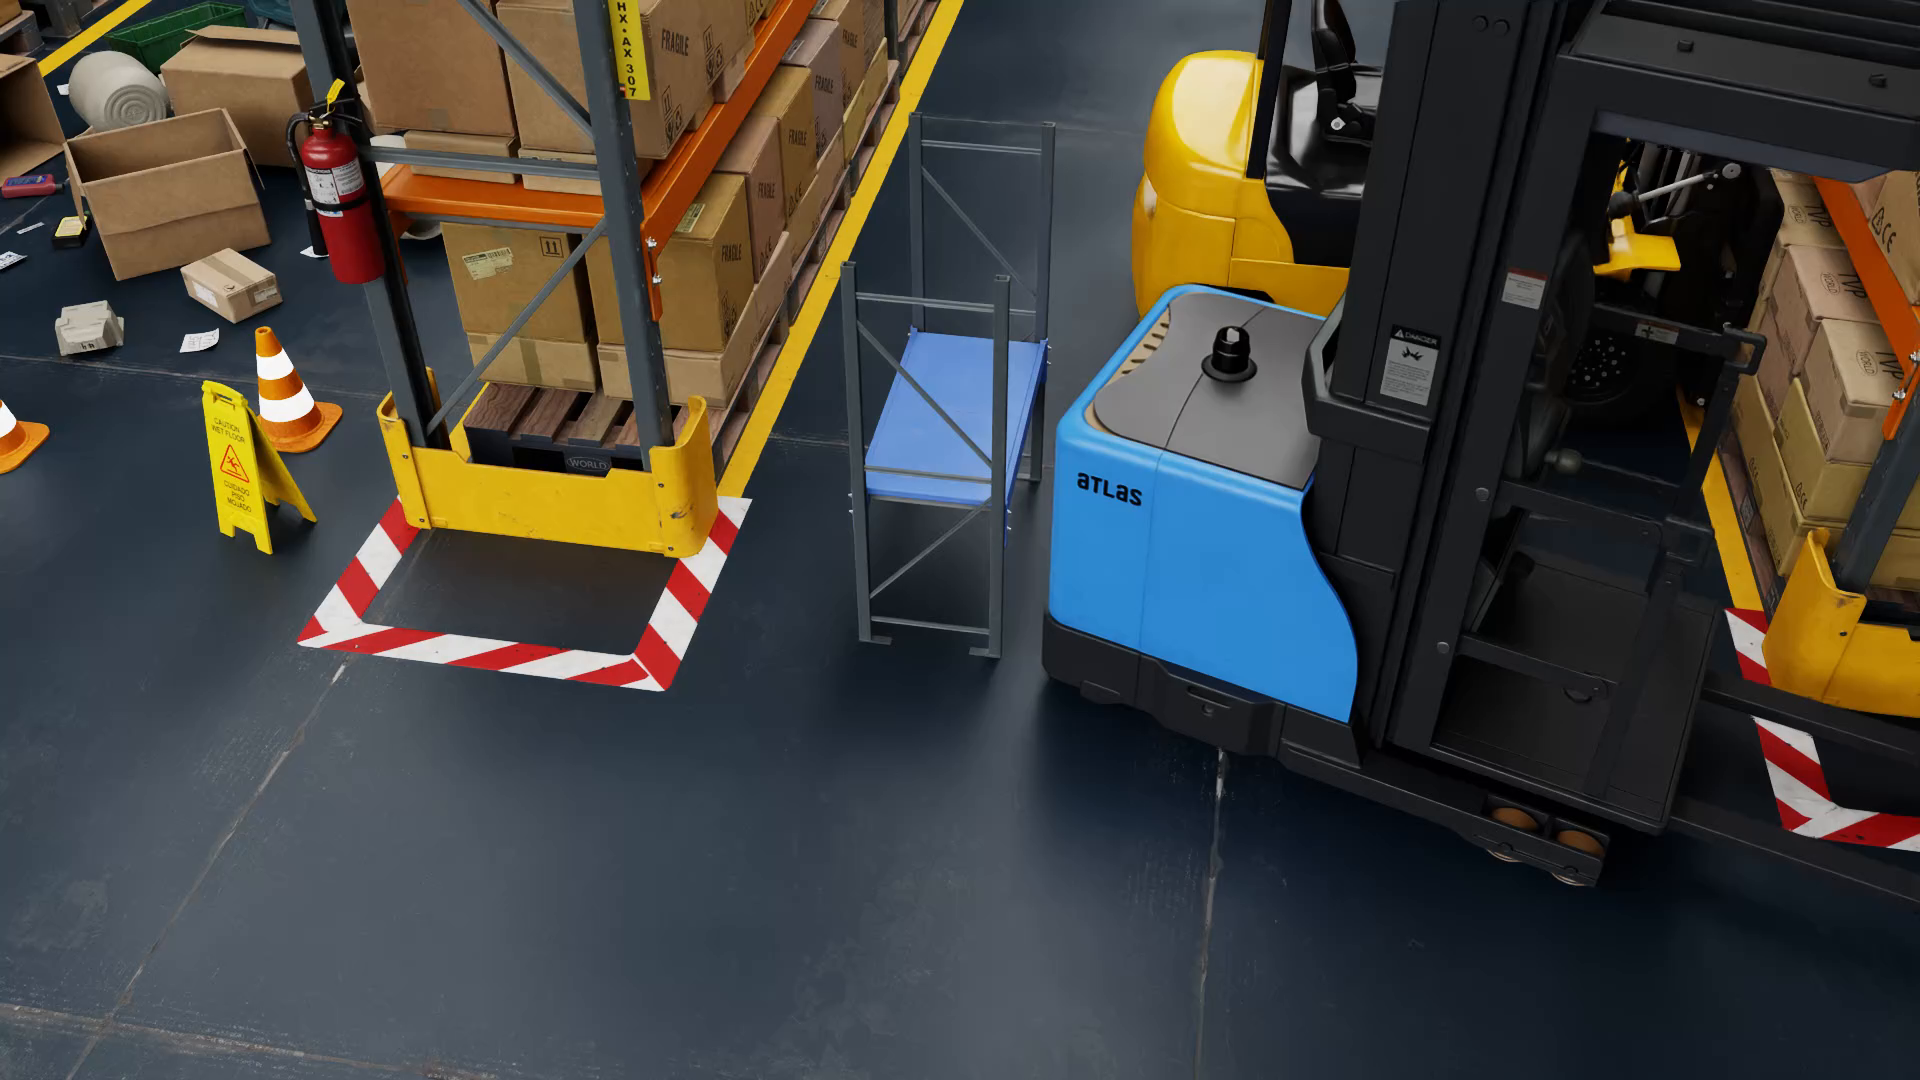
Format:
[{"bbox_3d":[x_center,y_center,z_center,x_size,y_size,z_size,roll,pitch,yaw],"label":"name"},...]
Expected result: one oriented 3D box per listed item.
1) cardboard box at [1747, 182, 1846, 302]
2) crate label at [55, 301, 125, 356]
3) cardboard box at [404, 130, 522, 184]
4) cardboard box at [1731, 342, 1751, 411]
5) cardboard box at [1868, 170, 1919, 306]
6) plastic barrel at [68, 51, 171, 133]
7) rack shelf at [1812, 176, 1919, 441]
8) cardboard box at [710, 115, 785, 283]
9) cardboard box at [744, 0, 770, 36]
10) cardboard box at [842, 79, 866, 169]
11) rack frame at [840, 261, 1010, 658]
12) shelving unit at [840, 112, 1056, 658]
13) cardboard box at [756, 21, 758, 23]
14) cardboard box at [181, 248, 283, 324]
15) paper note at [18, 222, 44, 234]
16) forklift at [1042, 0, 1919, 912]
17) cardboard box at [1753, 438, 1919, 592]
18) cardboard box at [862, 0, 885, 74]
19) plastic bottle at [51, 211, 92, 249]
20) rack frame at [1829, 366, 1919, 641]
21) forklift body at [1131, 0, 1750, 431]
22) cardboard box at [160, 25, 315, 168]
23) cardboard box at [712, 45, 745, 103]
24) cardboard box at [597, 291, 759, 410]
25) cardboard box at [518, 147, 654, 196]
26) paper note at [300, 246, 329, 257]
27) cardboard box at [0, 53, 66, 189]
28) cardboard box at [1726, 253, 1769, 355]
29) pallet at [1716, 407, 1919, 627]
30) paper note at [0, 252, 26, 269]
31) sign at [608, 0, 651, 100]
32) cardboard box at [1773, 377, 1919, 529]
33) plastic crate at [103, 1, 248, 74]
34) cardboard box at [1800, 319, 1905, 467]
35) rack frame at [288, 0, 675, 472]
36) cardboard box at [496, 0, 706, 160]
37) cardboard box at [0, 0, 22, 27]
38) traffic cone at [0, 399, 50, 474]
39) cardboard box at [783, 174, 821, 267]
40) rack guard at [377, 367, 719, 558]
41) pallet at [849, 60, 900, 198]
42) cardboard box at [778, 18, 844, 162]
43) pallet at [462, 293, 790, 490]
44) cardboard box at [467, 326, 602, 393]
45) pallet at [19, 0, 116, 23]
[{"bbox_3d":[3.288,-1.112,6.285,0.500,0.250,0.500,7,40,8],"label":"cardboard box"},{"bbox_3d":[-3.807,-0.926,7.262,0.250,0.136,0.298,-13,41,-15],"label":"crate label"},{"bbox_3d":[-1.680,-1.369,5.749,0.380,0.149,0.250,8,40,9],"label":"cardboard box"},{"bbox_3d":[3.316,-0.718,6.593,0.500,0.250,0.500,7,40,8],"label":"cardboard box"},{"bbox_3d":[3.182,-1.039,5.074,0.500,0.500,0.500,6,40,7],"label":"cardboard box"},{"bbox_3d":[-4.420,-2.326,8.731,0.421,0.421,0.512,-28,47,-30],"label":"plastic barrel"},{"bbox_3d":[3.701,-1.640,6.445,1.077,0.370,4.000,6,40,8],"label":"rack shelf"},{"bbox_3d":[-1.033,-1.418,6.851,0.500,0.500,0.500,5,40,6],"label":"cardboard box"},{"bbox_3d":[-1.006,-2.273,6.333,0.500,0.500,0.500,6,40,7],"label":"cardboard box"},{"bbox_3d":[-0.762,-2.084,8.245,0.500,0.250,0.500,5,40,6],"label":"cardboard box"},{"bbox_3d":[-0.103,-0.205,5.321,0.500,1.500,0.032,6,40,8],"label":"rack frame"},{"bbox_3d":[-0.015,-0.524,5.707,0.538,1.500,1.048,6,40,8],"label":"shelving unit"},{"bbox_3d":[-1.029,-2.111,6.647,0.380,0.149,0.250,8,40,9],"label":"cardboard box"},{"bbox_3d":[-3.297,-1.154,7.529,0.380,0.149,0.250,28,47,30],"label":"cardboard box"},{"bbox_3d":[-4.513,-1.515,8.074,0.032,0.001,0.123,28,47,30],"label":"paper note"},{"bbox_3d":[1.824,-0.483,4.534,3.031,2.935,1.130,18,43,21],"label":"forklift"},{"bbox_3d":[3.125,-0.094,5.838,0.500,0.250,0.500,7,40,8],"label":"cardboard box"},{"bbox_3d":[-0.680,-2.708,8.411,0.500,0.500,0.500,6,40,7],"label":"cardboard box"},{"bbox_3d":[-4.276,-1.503,8.020,0.133,0.061,0.283,-6,40,-8],"label":"plastic bottle"},{"bbox_3d":[3.355,-0.663,4.697,1.000,3.000,0.127,6,40,8],"label":"rack frame"},{"bbox_3d":[1.887,-1.727,6.651,2.313,2.155,1.214,6,40,8],"label":"forklift body"},{"bbox_3d":[-3.570,-2.267,8.491,0.797,0.637,0.503,6,40,8],"label":"cardboard box"},{"bbox_3d":[-1.027,-1.773,6.237,0.380,0.149,0.250,7,40,8],"label":"cardboard box"},{"bbox_3d":[-1.122,-0.785,6.674,0.500,0.250,0.500,6,40,7],"label":"cardboard box"},{"bbox_3d":[-1.272,-1.301,5.667,0.380,0.149,0.250,7,40,8],"label":"cardboard box"},{"bbox_3d":[-3.036,-1.388,7.914,0.148,0.019,0.142,20,44,23],"label":"paper note"},{"bbox_3d":[-4.993,-2.150,8.457,0.500,0.500,0.500,13,41,15],"label":"cardboard box"},{"bbox_3d":[3.298,-0.937,6.465,0.500,0.250,0.500,6,40,7],"label":"cardboard box"},{"bbox_3d":[3.446,-0.072,6.172,1.003,0.211,1.213,6,40,8],"label":"pallet"},{"bbox_3d":[-4.491,-1.316,7.819,0.144,0.017,0.142,20,44,23],"label":"paper note"},{"bbox_3d":[-1.000,-1.481,5.008,0.100,0.325,0.005,6,40,8],"label":"sign"},{"bbox_3d":[3.132,-0.297,5.692,0.500,0.250,0.500,6,40,7],"label":"cardboard box"},{"bbox_3d":[-4.475,-2.885,9.547,0.450,0.188,0.662,20,43,37],"label":"plastic crate"},{"bbox_3d":[3.128,-0.473,5.512,0.500,0.250,0.500,8,40,9],"label":"cardboard box"},{"bbox_3d":[-1.534,-1.208,5.357,1.000,3.000,0.127,6,40,8],"label":"rack frame"},{"bbox_3d":[-1.179,-1.627,5.552,0.500,0.500,0.500,6,40,7],"label":"cardboard box"},{"bbox_3d":[-5.913,-3.156,9.051,0.875,0.875,0.875,7,40,8],"label":"cardboard box"},{"bbox_3d":[-3.882,-0.551,6.553,0.336,0.463,0.334,6,40,8],"label":"traffic cone"},{"bbox_3d":[-0.944,-1.449,7.477,0.500,0.250,0.500,9,40,11],"label":"cardboard box"},{"bbox_3d":[-1.521,-0.292,6.211,1.175,0.500,0.348,6,40,8],"label":"rack guard"},{"bbox_3d":[-0.923,-2.218,8.767,1.003,0.211,1.213,6,40,8],"label":"pallet"},{"bbox_3d":[-0.854,-2.068,7.638,0.500,0.500,0.500,8,40,10],"label":"cardboard box"},{"bbox_3d":[-1.346,-0.687,6.915,1.003,0.211,1.213,6,40,8],"label":"pallet"},{"bbox_3d":[-1.655,-0.862,6.767,0.500,0.250,0.500,6,40,7],"label":"cardboard box"},{"bbox_3d":[-5.676,-3.618,10.461,1.003,0.211,1.213,6,40,8],"label":"pallet"}]
